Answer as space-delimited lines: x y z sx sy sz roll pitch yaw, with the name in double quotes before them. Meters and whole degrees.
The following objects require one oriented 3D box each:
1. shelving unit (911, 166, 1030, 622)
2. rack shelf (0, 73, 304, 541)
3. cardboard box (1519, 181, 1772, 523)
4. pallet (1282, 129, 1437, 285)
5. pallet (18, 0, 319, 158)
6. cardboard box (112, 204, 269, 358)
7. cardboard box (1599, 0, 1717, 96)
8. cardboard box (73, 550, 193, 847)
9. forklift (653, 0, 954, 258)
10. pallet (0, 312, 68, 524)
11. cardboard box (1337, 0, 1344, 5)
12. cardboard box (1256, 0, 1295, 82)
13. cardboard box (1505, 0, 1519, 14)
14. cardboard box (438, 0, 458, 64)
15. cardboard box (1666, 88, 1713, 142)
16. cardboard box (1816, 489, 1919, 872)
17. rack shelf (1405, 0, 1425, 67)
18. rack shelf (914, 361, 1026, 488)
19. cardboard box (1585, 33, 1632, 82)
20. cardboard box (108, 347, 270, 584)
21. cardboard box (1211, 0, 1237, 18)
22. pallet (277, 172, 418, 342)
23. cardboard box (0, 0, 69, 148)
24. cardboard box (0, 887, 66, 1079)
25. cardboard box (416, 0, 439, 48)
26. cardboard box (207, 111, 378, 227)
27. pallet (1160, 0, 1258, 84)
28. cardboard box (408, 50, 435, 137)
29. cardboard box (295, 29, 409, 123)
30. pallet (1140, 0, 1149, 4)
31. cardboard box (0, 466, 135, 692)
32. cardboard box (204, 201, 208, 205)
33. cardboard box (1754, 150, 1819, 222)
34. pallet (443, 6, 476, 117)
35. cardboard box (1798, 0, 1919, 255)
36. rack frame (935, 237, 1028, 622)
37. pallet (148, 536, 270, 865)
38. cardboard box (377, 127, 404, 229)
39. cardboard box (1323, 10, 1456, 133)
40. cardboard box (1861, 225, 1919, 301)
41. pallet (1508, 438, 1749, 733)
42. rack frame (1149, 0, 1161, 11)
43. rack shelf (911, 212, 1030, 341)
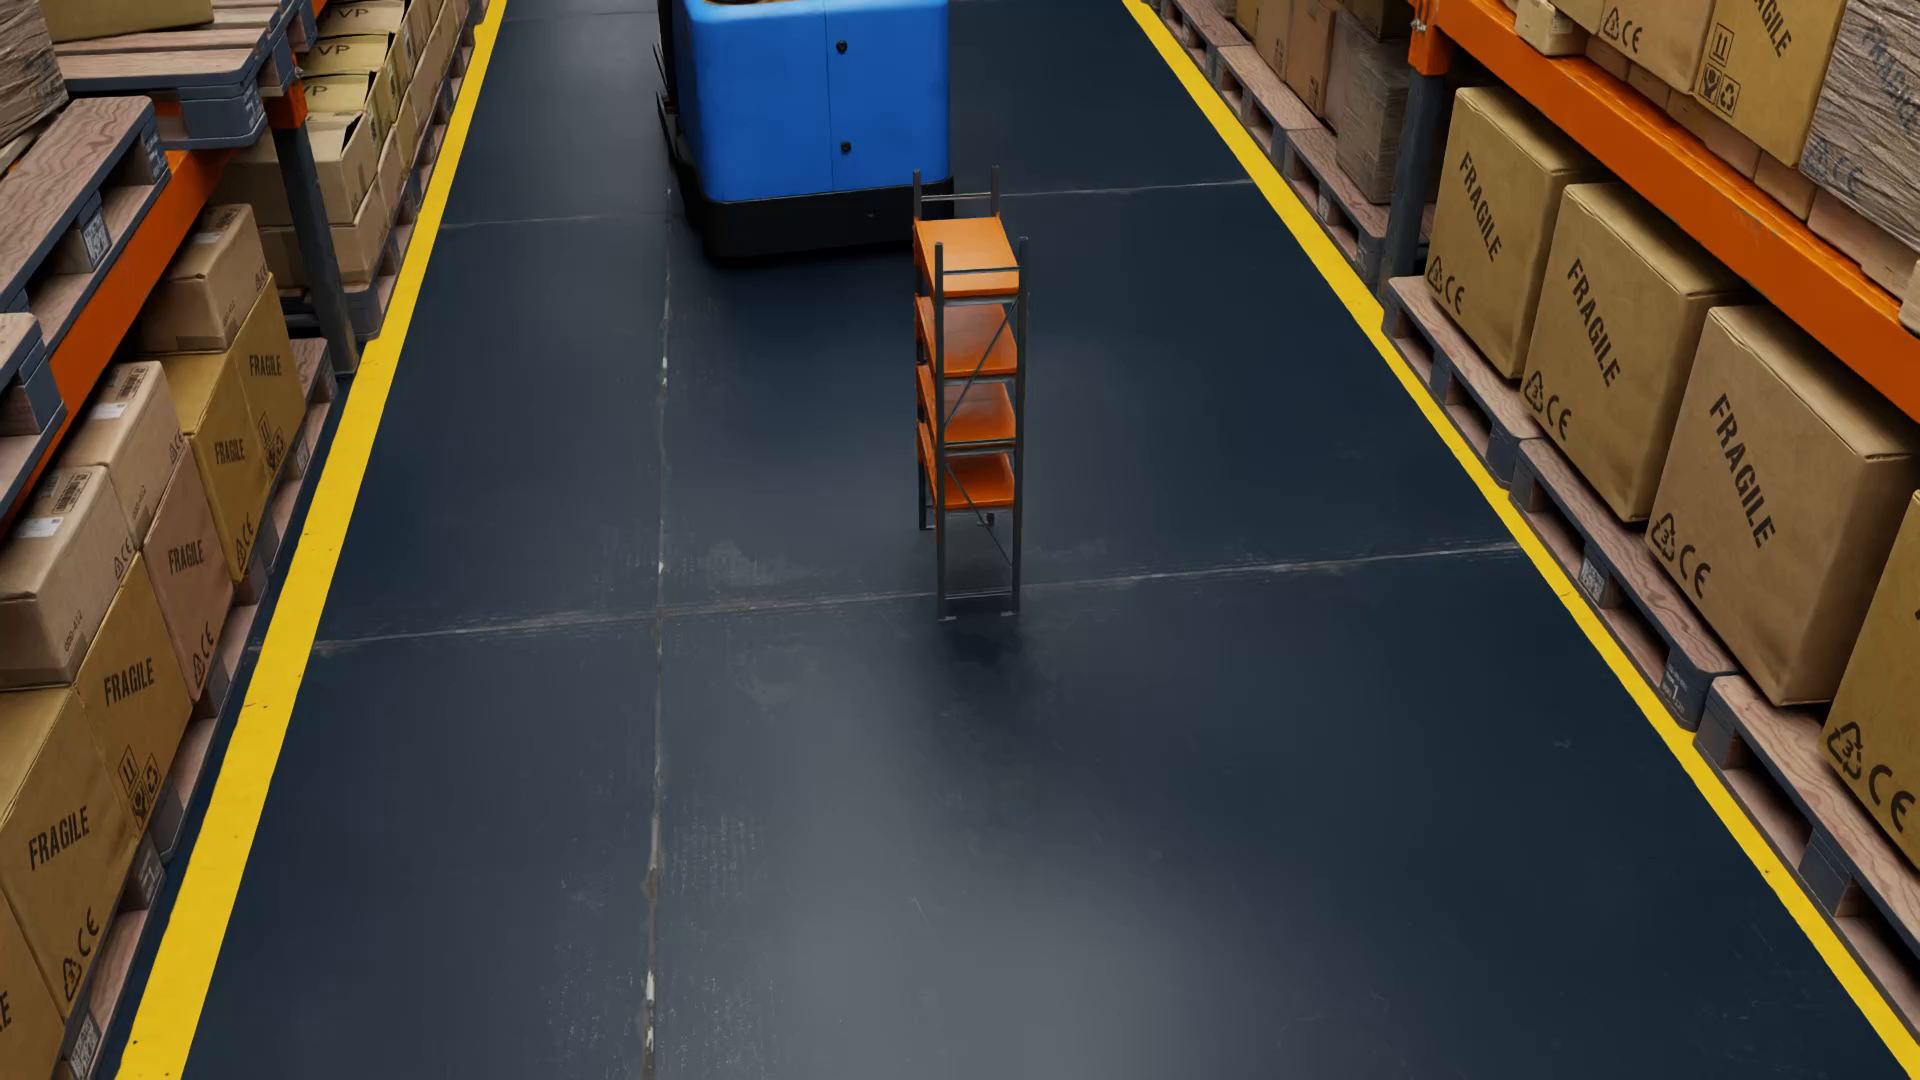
"shelving unit" 0.022 -0.403 4.777 0.258 1.200 0.503 -4 35 -6
"rack shelf" -2.467 -0.426 3.850 1.077 0.370 4.000 -4 35 -6
"cardboard box" 2.253 -0.592 4.991 0.750 0.750 0.750 -5 35 -7
"pallet" 2.069 -1.500 7.264 1.003 0.211 1.213 -4 35 -6
"pallet" -2.575 -1.387 4.792 1.213 0.211 1.003 -4 35 -6
"cardboard box" -2.366 -0.762 4.868 0.500 0.250 0.500 -3 34 -5
"cardboard box" 2.111 -1.528 4.458 0.500 0.500 0.500 -5 35 -7
"cardboard box" -2.164 0.380 3.858 0.500 0.500 0.500 -4 34 -6
"forklift" -0.880 -3.195 7.335 1.130 2.935 3.031 -8 35 -12
"pallet" -2.197 0.018 2.730 1.003 0.211 1.213 -4 35 -6
"cardboard box" 1.935 -2.682 7.685 0.500 0.250 0.500 -5 35 -7
"cardboard box" 1.898 -2.615 8.253 0.700 0.500 0.500 -4 34 -6
"cardboard box" 2.012 -1.778 5.401 0.380 0.149 0.250 -4 34 -6
"cardboard box" -2.865 -2.616 8.494 0.500 0.250 0.500 -5 35 -7
"cardboard box" 2.188 -1.203 4.558 0.380 0.149 0.250 -4 34 -6
"cardboard box" 2.494 0.378 3.568 0.750 0.750 0.750 -4 34 -6
"rack shelf" 1.903 -3.035 7.679 1.077 0.370 4.000 -4 35 -6
"rack shelf" 0.022 -0.348 4.814 0.258 0.148 0.480 -4 35 -6
"cardboard box" 2.120 -1.492 4.982 0.380 0.149 0.250 -5 35 -7
"cardboard box" -2.308 -0.195 4.701 0.500 0.500 0.500 -6 35 -8
"cardboard box" 1.750 -3.188 9.093 0.700 0.500 0.500 -3 34 -5
"pallet" -2.808 -1.149 6.748 1.003 0.211 1.213 -4 35 -6
"cardboard box" -2.606 -1.186 3.865 0.700 0.500 0.500 2 34 3
"cardboard box" -2.022 0.956 3.013 0.500 0.500 0.500 -6 35 -9
"cardboard box" -2.794 -2.567 7.924 0.500 0.311 0.500 -4 35 -7
"cardboard box" -2.515 -1.422 6.244 0.500 0.311 0.500 -3 34 -5
"pallet" 1.741 -2.862 9.262 1.003 0.211 1.213 -4 35 -6
"cardboard box" -2.728 -2.047 7.659 0.500 0.250 0.500 -4 34 -5
"cardboard box" -2.661 -2.000 7.091 0.500 0.311 0.500 -5 35 -8
"pallet" 1.509 -3.668 10.445 1.003 0.211 1.213 -4 35 -6
"cardboard box" -2.156 0.088 3.620 0.500 0.250 0.500 -4 35 -6
"cardboard box" -3.050 -1.382 6.184 0.500 0.311 0.500 -3 34 -5
"cardboard box" 2.232 -0.917 4.137 0.380 0.149 0.250 -3 34 -5
"pallet" -3.136 -2.511 8.746 1.003 0.211 1.213 -4 35 -6
"cardboard box" 2.261 -0.960 3.624 0.500 0.500 0.500 -4 35 -6
"rack frame" 0.055 -0.267 4.577 0.240 1.200 0.015 -4 35 -6
"pallet" -2.512 0.412 4.458 1.003 0.211 1.213 -4 35 -6
"cardboard box" -2.584 -1.471 6.814 0.500 0.250 0.500 -5 35 -8
"cardboard box" 2.070 -2.059 7.437 0.700 0.500 0.500 -4 35 -6
"cardboard box" 2.276 -0.627 3.712 0.380 0.149 0.250 -4 35 -6
"pallet" 2.364 0.061 4.973 1.003 0.211 1.213 -4 35 -6
"rack frame" 1.634 -4.448 9.114 1.000 3.000 0.127 -4 35 -6
"rack shelf" 0.022 -0.728 4.555 0.258 0.148 0.480 -4 35 -6
